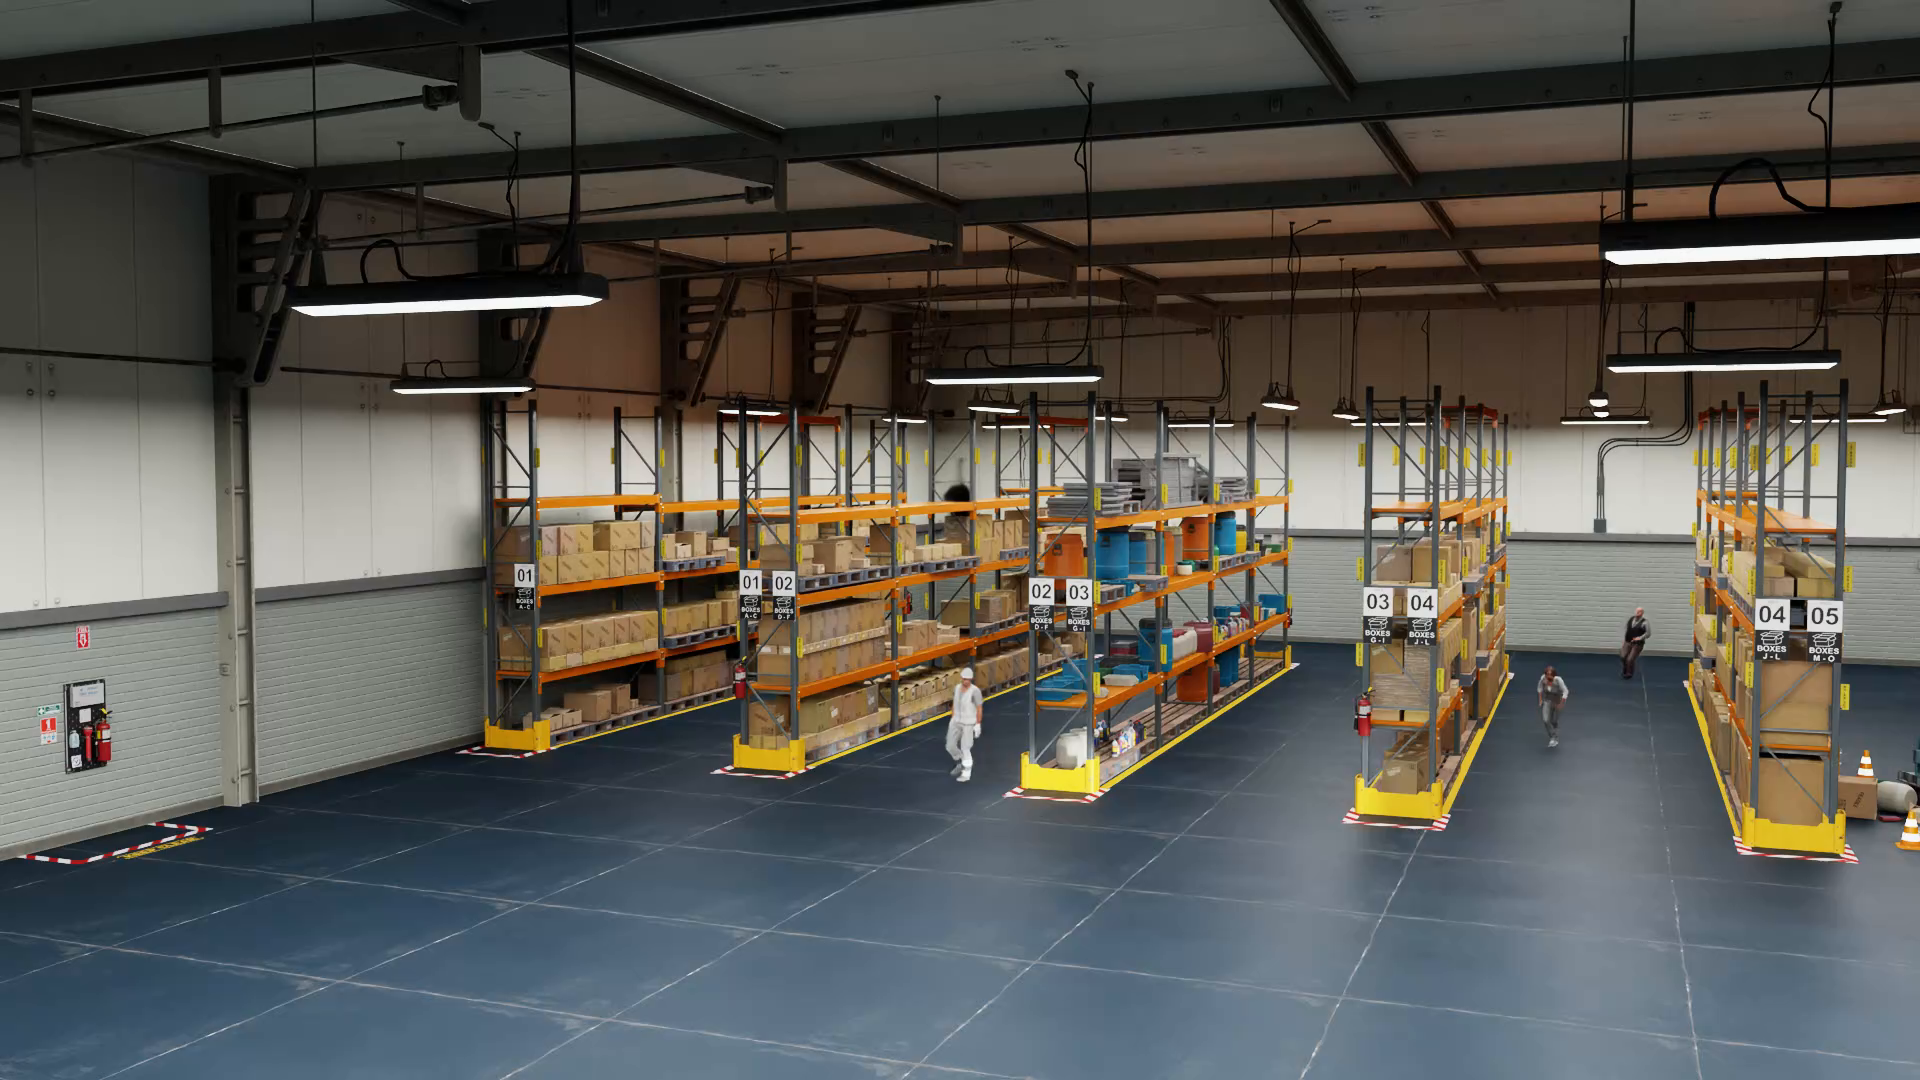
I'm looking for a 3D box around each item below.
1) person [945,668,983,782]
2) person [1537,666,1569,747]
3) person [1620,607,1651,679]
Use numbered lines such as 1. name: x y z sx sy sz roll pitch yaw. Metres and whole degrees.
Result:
1. person: 0.079 2.832 25.607 0.666 1.763 0.471 2 3 34
2. person: 10.341 2.878 28.951 0.534 1.409 0.961 2 3 29
3. person: 15.214 2.329 37.514 0.519 1.656 0.715 -3 4 -44
